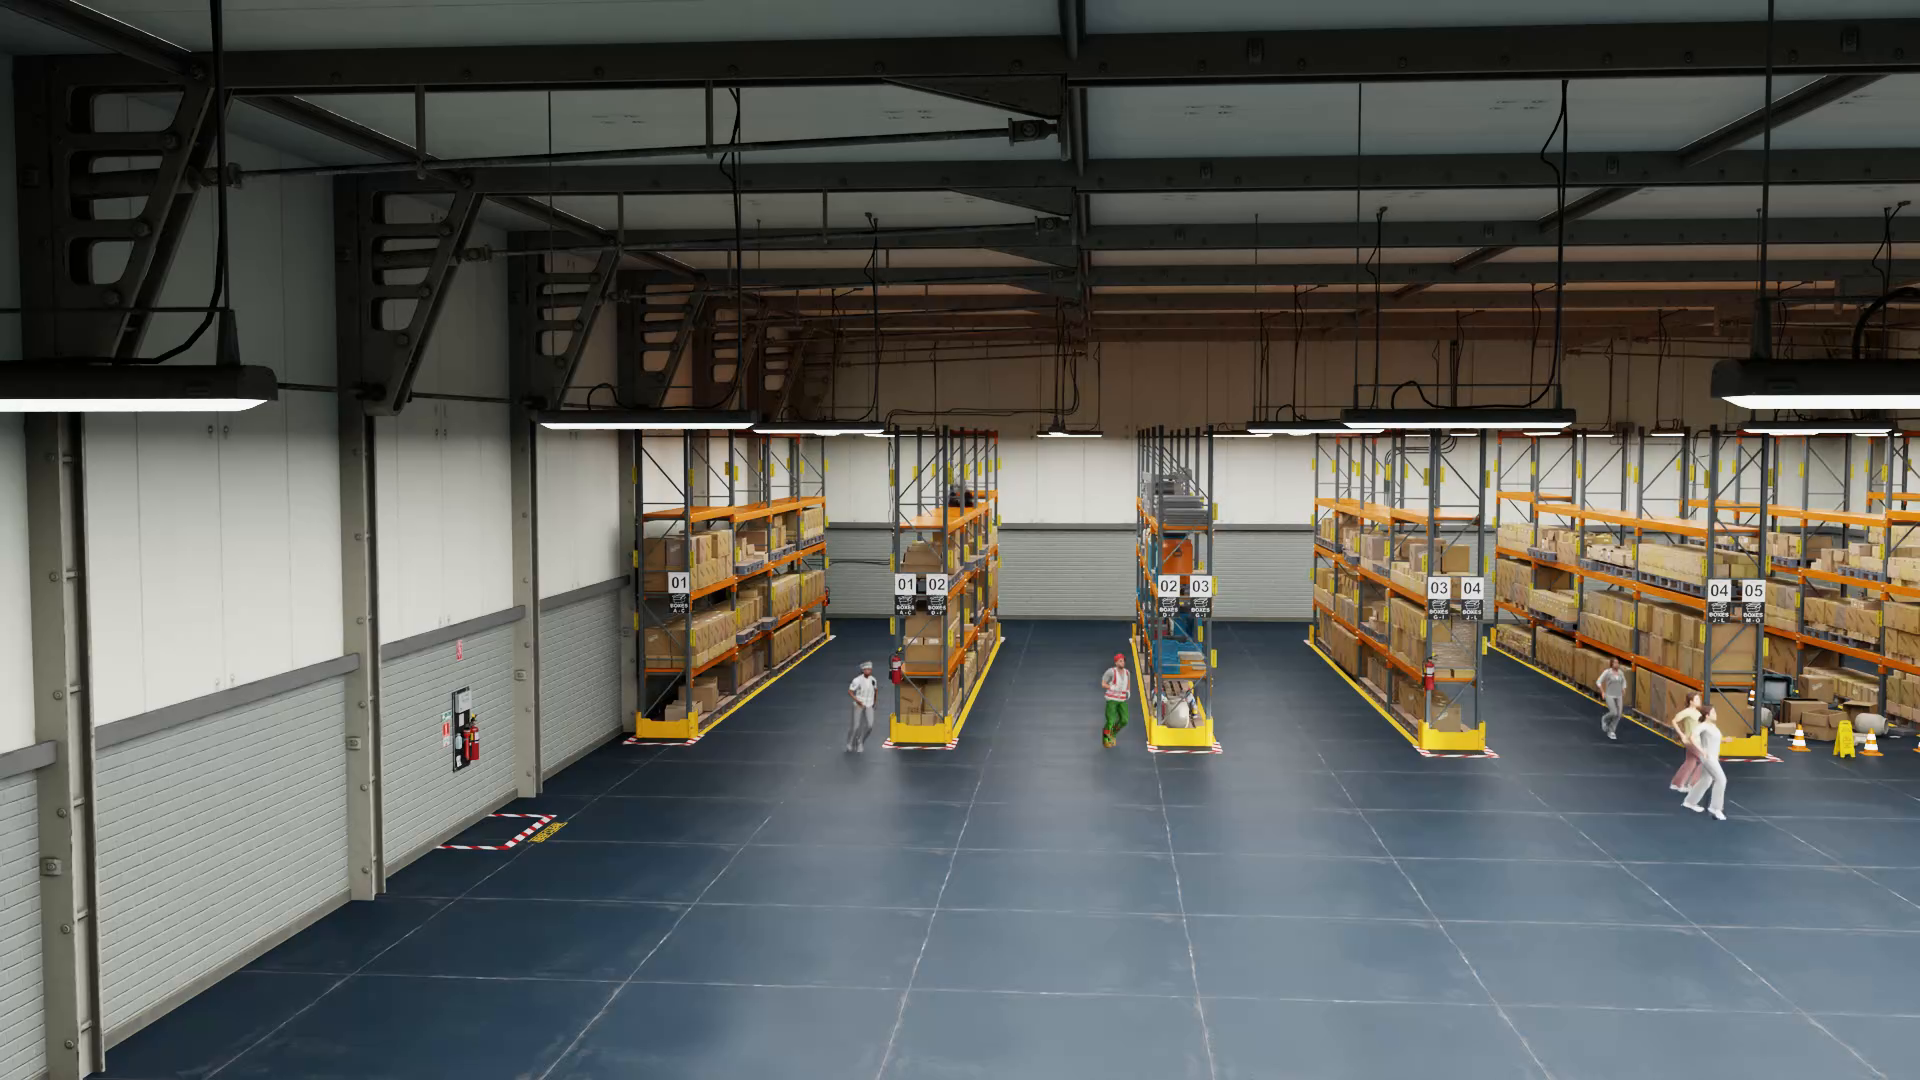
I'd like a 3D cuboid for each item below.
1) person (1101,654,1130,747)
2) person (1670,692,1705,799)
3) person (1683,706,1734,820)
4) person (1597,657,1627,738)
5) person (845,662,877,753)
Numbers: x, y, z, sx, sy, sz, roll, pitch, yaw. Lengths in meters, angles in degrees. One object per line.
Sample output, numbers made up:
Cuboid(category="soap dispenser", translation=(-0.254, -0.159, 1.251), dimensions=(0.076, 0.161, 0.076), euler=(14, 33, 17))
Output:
Cuboid(category="person", translation=(2.958, 2.986, 30.903), dimensions=(0.664, 1.743, 0.625), euler=(-1, 4, -20))
Cuboid(category="person", translation=(11.748, 3.284, 26.661), dimensions=(0.698, 1.696, 0.548), euler=(3, 4, 39))
Cuboid(category="person", translation=(11.358, 3.367, 25.241), dimensions=(0.712, 1.723, 0.546), euler=(2, 4, 36))
Cuboid(category="person", translation=(12.546, 3.034, 31.905), dimensions=(0.541, 1.562, 0.544), euler=(0, 3, -5))
Cuboid(category="person", translation=(-1.768, 3.066, 30.552), dimensions=(0.627, 1.668, 0.627), euler=(-2, 4, -25))
